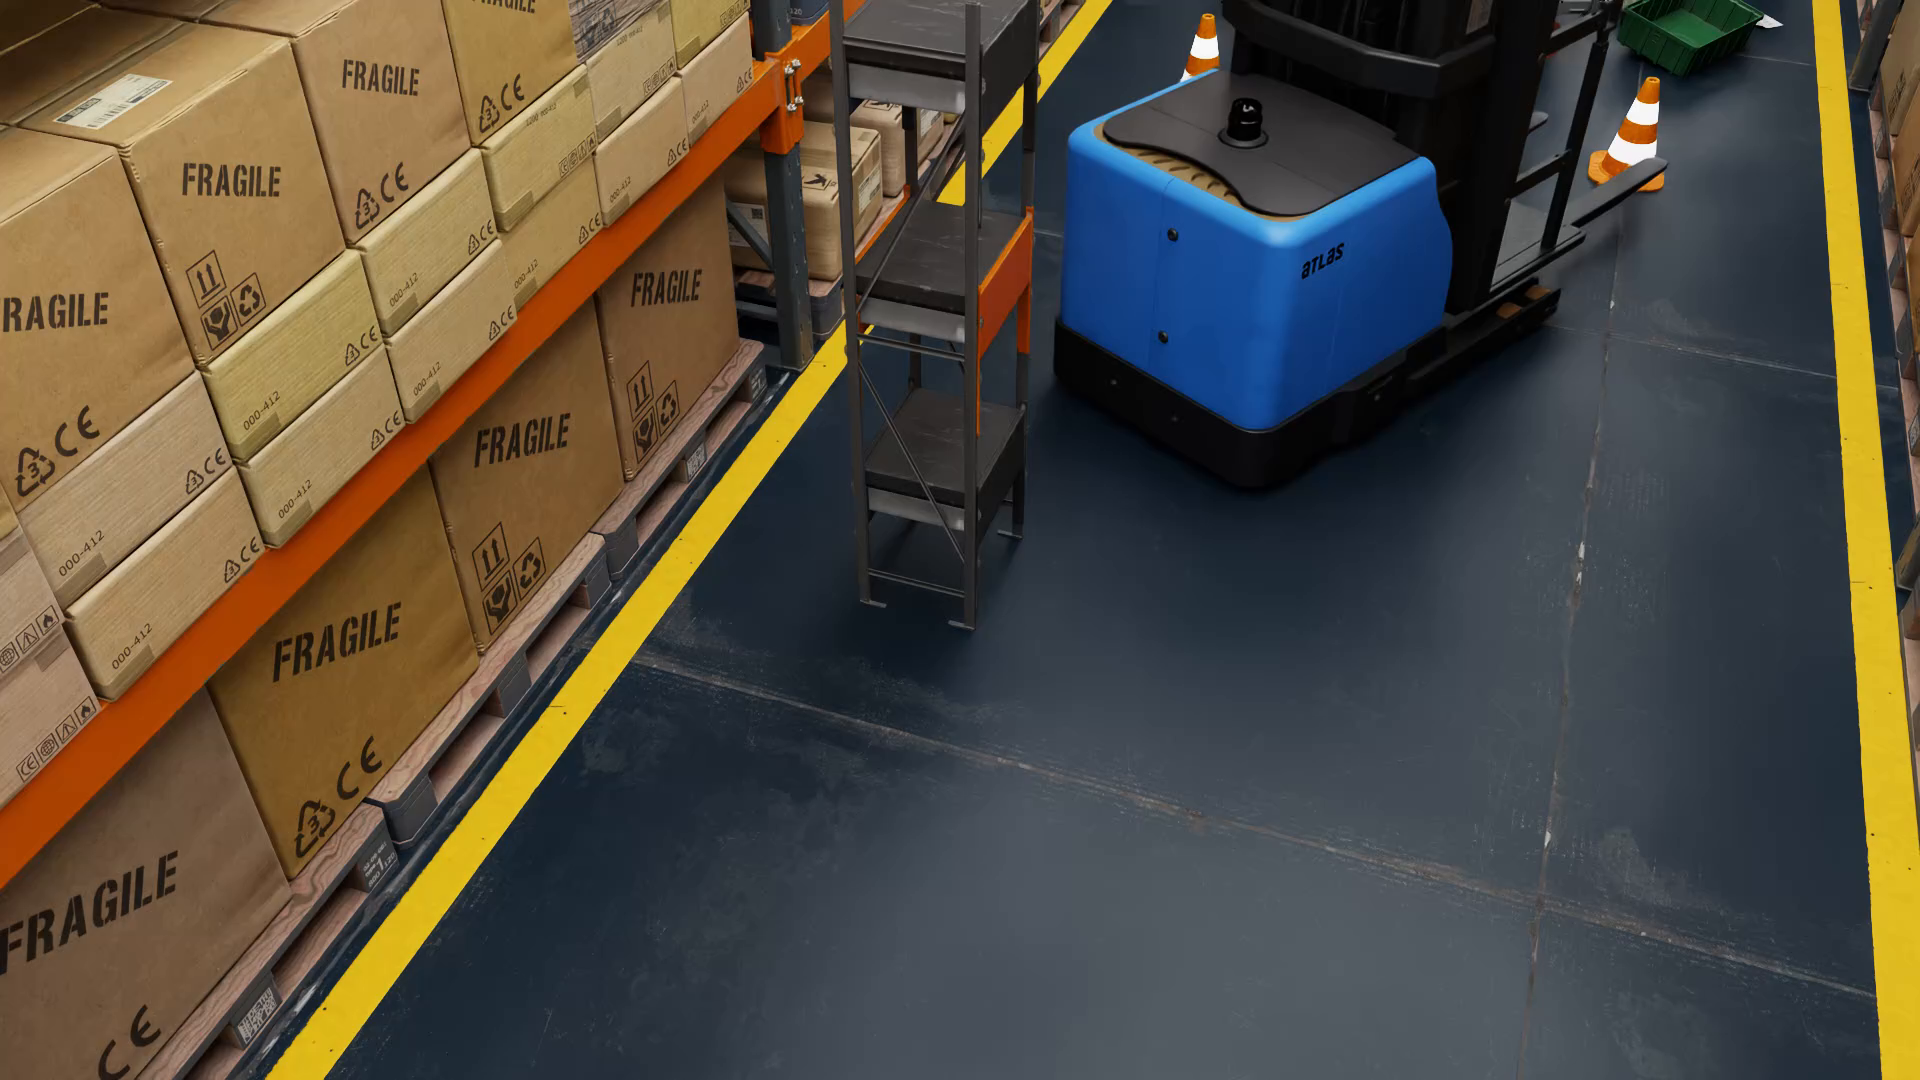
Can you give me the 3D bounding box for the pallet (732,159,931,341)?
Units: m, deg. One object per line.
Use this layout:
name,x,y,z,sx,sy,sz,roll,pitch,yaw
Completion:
pallet,-0.799,-1.353,7.174,1.003,0.211,1.213,13,42,15

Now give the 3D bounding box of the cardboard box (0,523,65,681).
cardboard box,-2.020,0.163,2.978,0.500,0.250,0.500,12,42,14

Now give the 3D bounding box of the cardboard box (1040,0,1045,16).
cardboard box,-0.120,-2.778,8.396,0.950,0.372,0.625,16,43,18

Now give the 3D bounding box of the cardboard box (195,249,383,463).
cardboard box,-1.671,-0.463,3.712,0.500,0.250,0.500,14,42,16

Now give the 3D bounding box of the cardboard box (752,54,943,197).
cardboard box,-0.620,-1.892,7.358,0.950,0.372,0.625,13,42,14

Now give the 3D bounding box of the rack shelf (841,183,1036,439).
rack shelf,-0.057,-0.687,4.959,0.431,0.518,0.480,13,42,15

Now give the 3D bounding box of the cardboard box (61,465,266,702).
cardboard box,-1.862,0.033,3.516,0.500,0.250,0.500,12,42,14

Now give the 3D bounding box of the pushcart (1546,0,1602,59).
pushcart,2.460,-2.904,8.863,1.648,0.377,0.936,0,40,0

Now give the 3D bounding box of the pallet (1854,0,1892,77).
pallet,5.320,-2.726,8.783,1.003,0.211,1.213,13,42,15

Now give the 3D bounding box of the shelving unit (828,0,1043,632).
shelving unit,-0.057,-0.698,4.950,0.431,2.100,0.503,13,42,15

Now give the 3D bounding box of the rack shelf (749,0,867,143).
rack shelf,-0.384,-2.884,7.373,1.077,0.370,4.000,13,42,15

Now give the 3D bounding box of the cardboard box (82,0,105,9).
cardboard box,-1.994,-1.186,3.981,0.500,0.500,0.500,14,42,16

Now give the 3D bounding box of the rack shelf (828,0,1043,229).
rack shelf,-0.057,-1.220,4.505,0.431,0.518,0.480,13,42,15

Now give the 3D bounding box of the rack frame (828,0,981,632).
rack frame,-0.140,-0.549,4.776,0.400,2.100,0.015,13,42,15

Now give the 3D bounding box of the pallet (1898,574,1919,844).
pallet,3.350,0.636,4.842,1.003,0.211,1.213,13,42,15

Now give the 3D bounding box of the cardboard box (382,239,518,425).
cardboard box,-1.492,-0.579,4.233,0.500,0.250,0.500,13,42,14

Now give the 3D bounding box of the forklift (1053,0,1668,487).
forklift,1.793,-2.126,5.984,3.031,2.935,1.130,-30,49,-31

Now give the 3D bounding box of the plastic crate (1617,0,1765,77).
plastic crate,3.814,-2.689,8.713,0.662,0.188,0.450,-29,58,-29

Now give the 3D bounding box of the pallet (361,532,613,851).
pallet,-1.827,0.329,5.202,1.003,0.211,1.213,13,42,15

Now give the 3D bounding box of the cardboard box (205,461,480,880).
cardboard box,-1.997,0.202,4.516,0.875,0.875,0.875,14,43,16

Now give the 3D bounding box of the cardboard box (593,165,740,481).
cardboard box,-1.382,-0.886,5.791,0.875,0.875,0.875,13,42,15

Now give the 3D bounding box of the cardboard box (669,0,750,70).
cardboard box,-0.995,-1.719,5.184,0.500,0.250,0.500,13,42,15

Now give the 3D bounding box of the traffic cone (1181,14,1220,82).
traffic cone,1.192,-2.345,8.142,0.336,0.463,0.334,13,42,15

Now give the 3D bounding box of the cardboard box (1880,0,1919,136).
cardboard box,4.858,-2.246,7.481,1.050,0.750,0.750,13,42,15

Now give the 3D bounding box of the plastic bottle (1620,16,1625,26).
plastic bottle,3.662,-2.726,8.898,0.133,0.061,0.283,-7,41,-8

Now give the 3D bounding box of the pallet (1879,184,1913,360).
pallet,4.378,-1.046,6.813,1.003,0.211,1.213,13,42,15

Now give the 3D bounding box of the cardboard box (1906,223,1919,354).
cardboard box,4.207,-1.090,6.126,1.050,0.750,0.750,14,42,16

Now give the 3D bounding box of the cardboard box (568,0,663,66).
cardboard box,-1.167,-1.668,4.547,0.500,0.500,0.500,14,42,16

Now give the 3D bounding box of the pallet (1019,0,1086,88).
pallet,0.035,-2.841,8.918,1.003,0.211,1.213,13,42,15

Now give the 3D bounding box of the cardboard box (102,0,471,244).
cardboard box,-1.522,-1.060,3.833,0.500,0.500,0.500,13,42,14

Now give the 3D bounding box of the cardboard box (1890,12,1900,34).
cardboard box,5.267,-3.060,8.339,0.875,0.875,0.875,14,42,16

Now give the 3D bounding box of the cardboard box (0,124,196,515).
cardboard box,-1.867,-0.438,3.104,0.500,0.500,0.500,13,42,15

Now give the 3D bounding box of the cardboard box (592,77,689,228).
cardboard box,-1.157,-1.200,4.960,0.500,0.250,0.500,14,42,16

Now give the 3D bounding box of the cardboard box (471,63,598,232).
cardboard box,-1.322,-1.089,4.445,0.500,0.250,0.500,12,42,14

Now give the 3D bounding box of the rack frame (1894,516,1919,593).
rack frame,3.618,-0.901,4.495,1.000,3.000,0.127,13,42,15
